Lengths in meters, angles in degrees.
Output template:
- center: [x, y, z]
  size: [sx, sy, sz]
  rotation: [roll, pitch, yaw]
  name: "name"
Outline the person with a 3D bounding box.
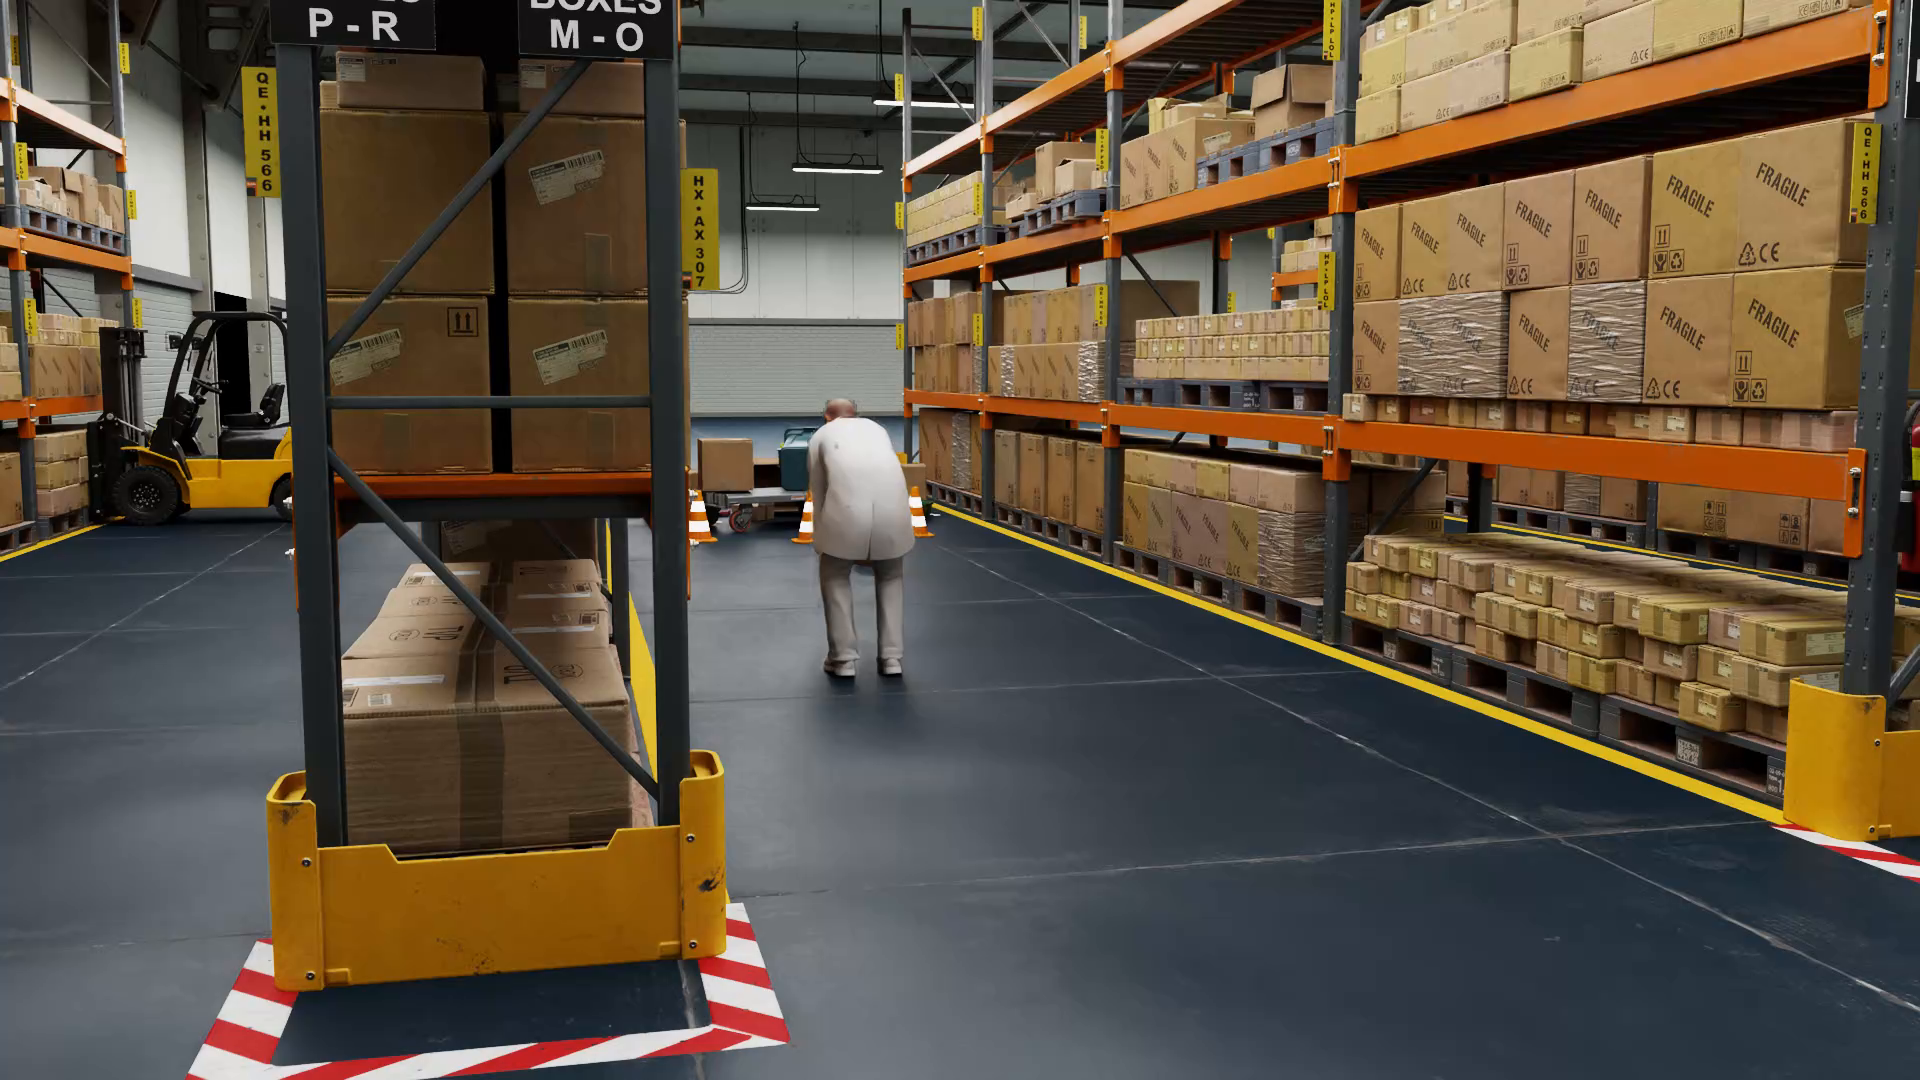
- center: [-0.552, -0.034, 8.877]
  size: [0.552, 1.435, 0.859]
  rotation: [-2, 6, -15]
  name: "person"
